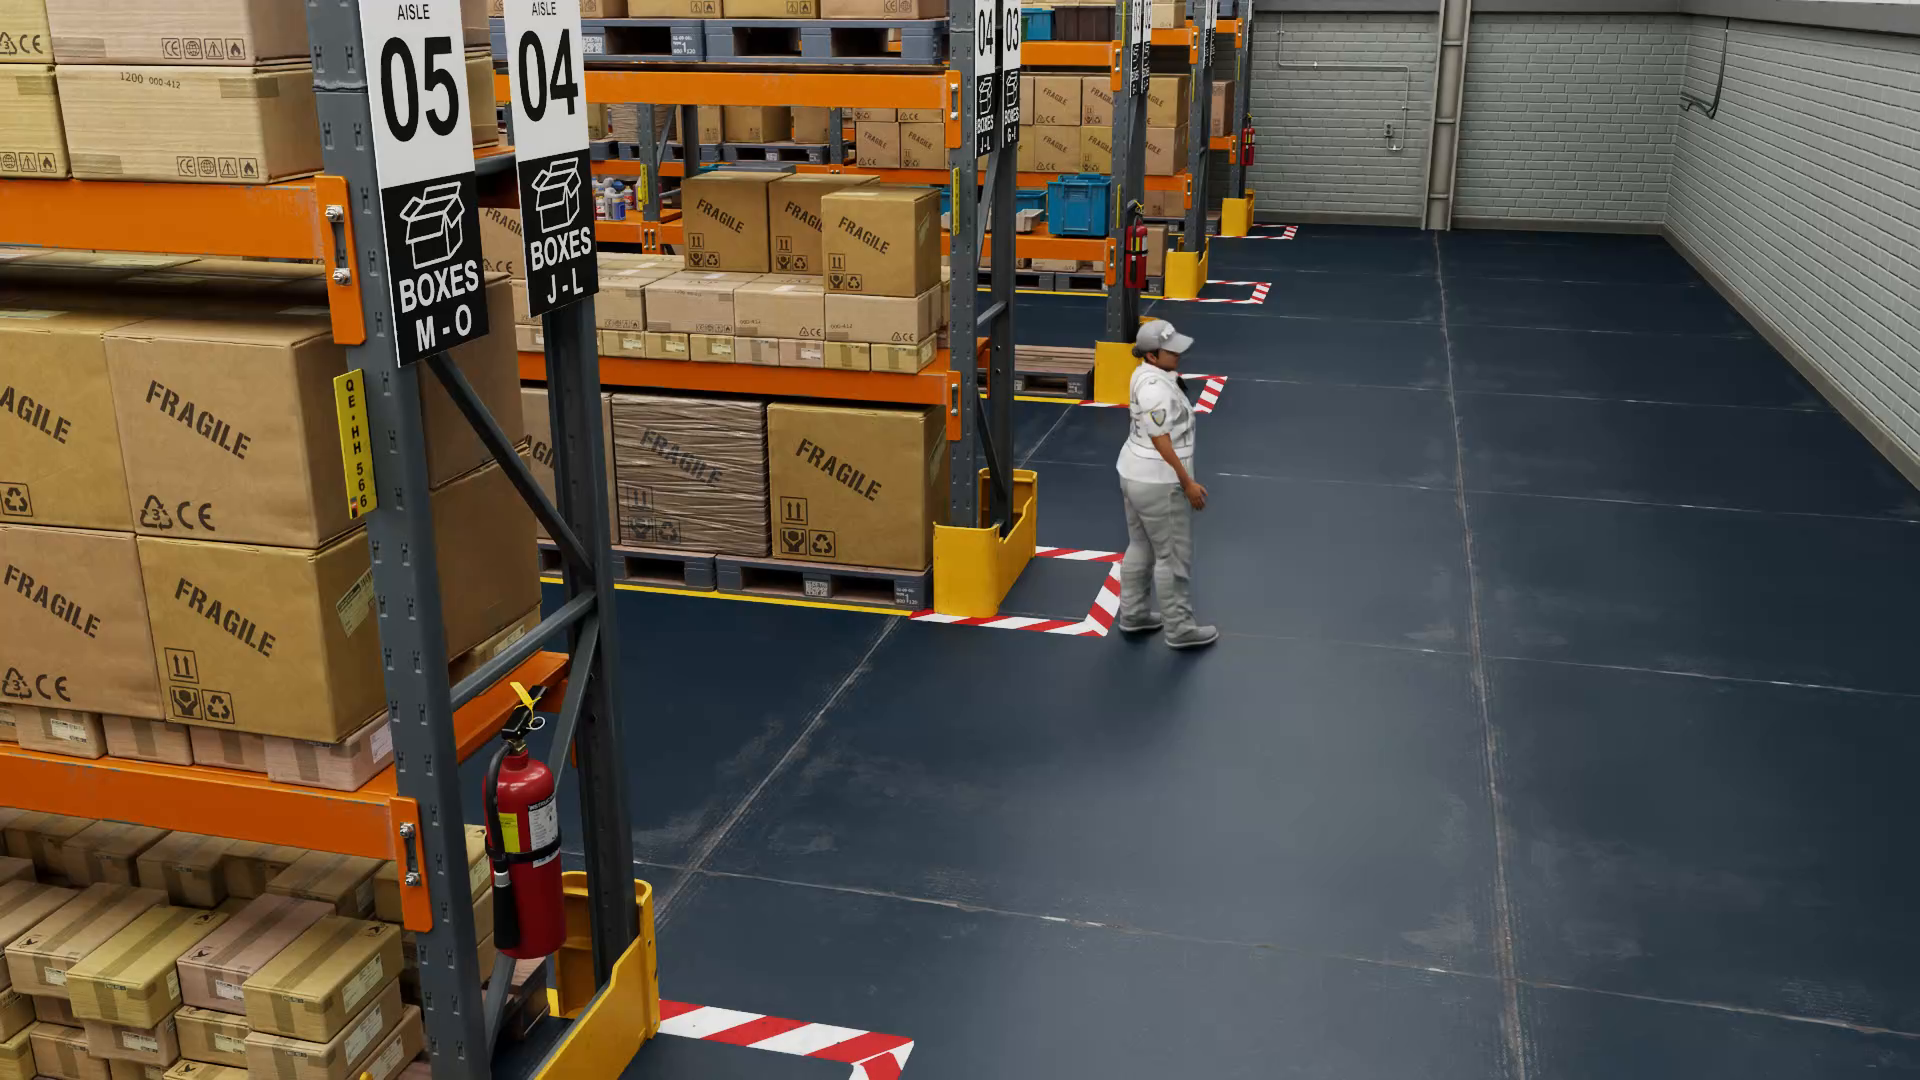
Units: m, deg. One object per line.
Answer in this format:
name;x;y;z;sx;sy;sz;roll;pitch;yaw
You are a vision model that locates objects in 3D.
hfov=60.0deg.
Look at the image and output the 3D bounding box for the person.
person;1.069;-0.277;8.326;0.537;1.668;0.550;4;19;12
